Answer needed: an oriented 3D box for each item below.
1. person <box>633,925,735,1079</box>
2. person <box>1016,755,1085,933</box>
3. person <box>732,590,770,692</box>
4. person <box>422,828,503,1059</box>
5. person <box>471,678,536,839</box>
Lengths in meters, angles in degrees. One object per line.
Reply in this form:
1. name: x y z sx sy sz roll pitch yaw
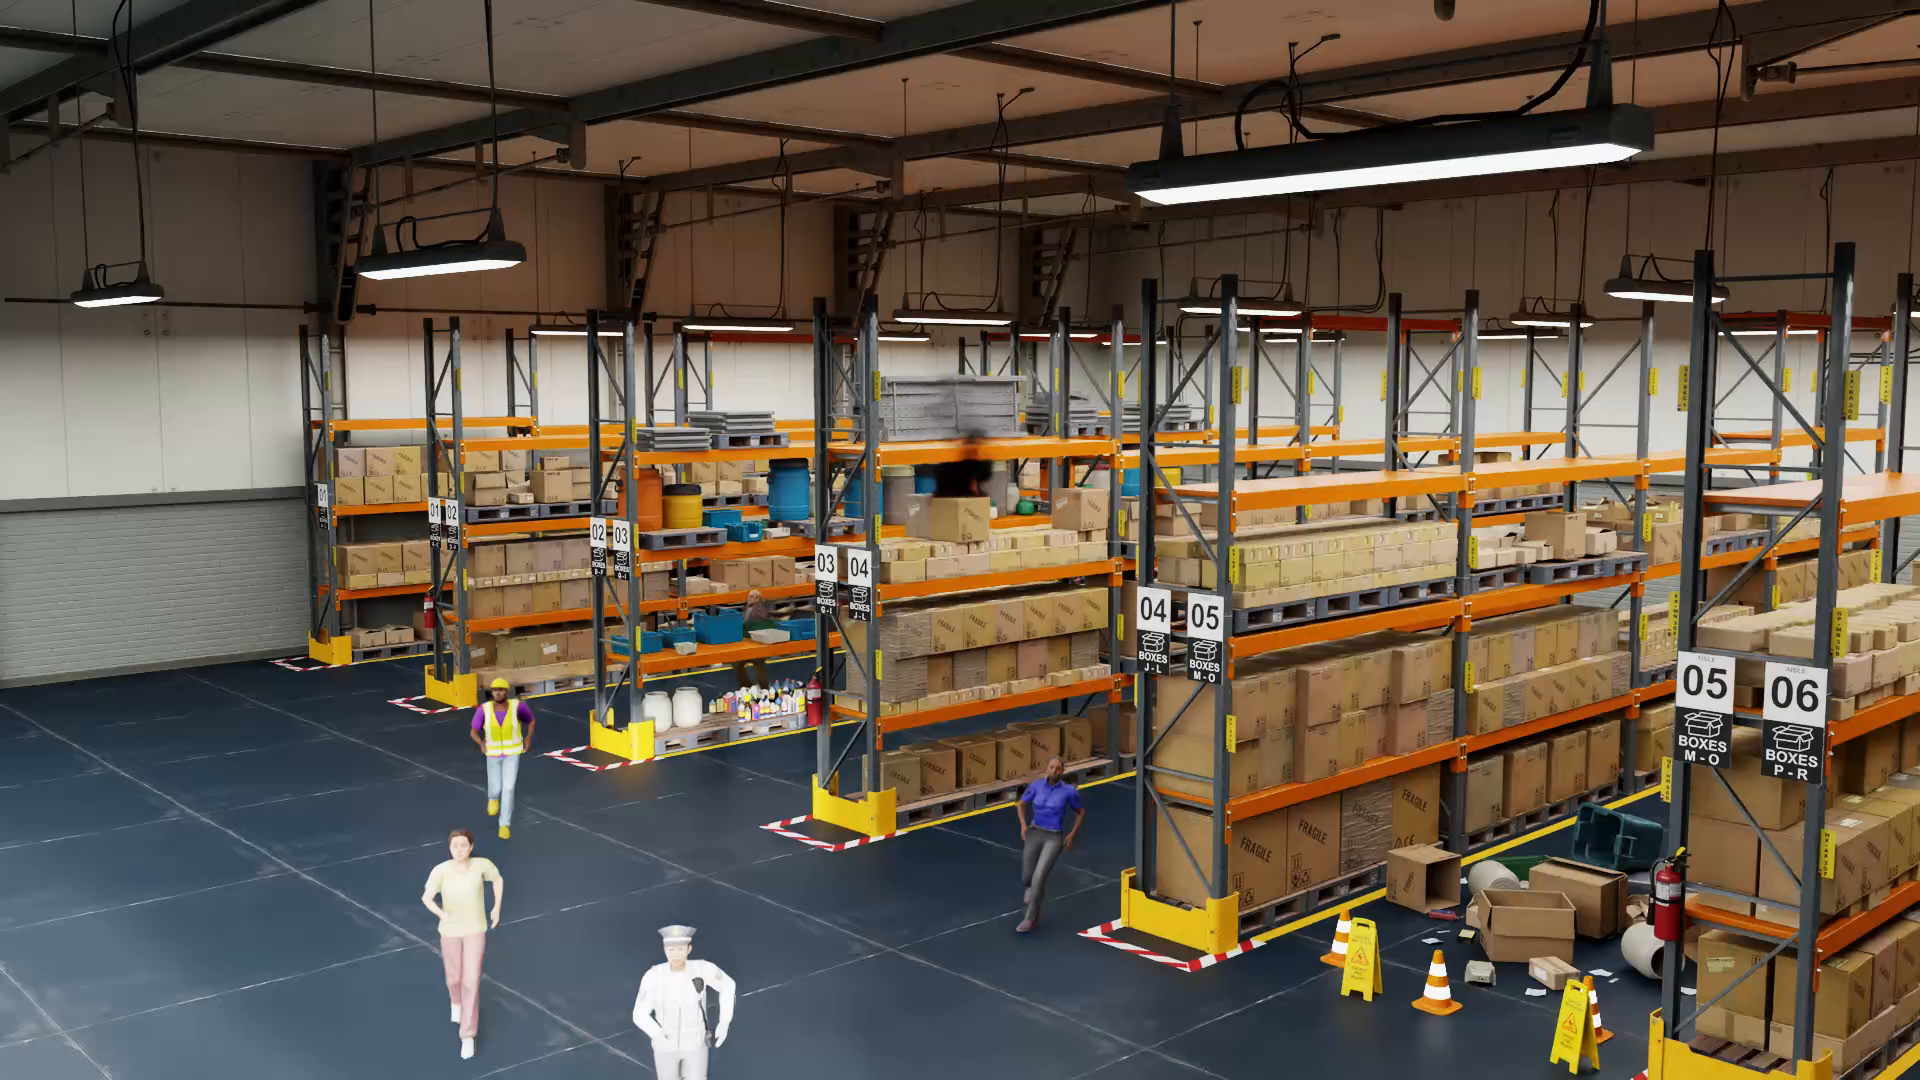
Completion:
1. person: -1.762 3.269 10.612 0.628 1.714 0.674 0 6 -3
2. person: 0.837 2.804 15.565 0.643 1.605 0.765 2 6 16
3. person: -3.232 1.673 25.890 0.685 1.815 0.742 5 7 38
4. person: -3.835 3.040 12.861 0.597 1.686 0.846 -1 6 -14
5. person: -5.149 2.413 18.771 0.708 1.760 0.862 -1 6 -12
